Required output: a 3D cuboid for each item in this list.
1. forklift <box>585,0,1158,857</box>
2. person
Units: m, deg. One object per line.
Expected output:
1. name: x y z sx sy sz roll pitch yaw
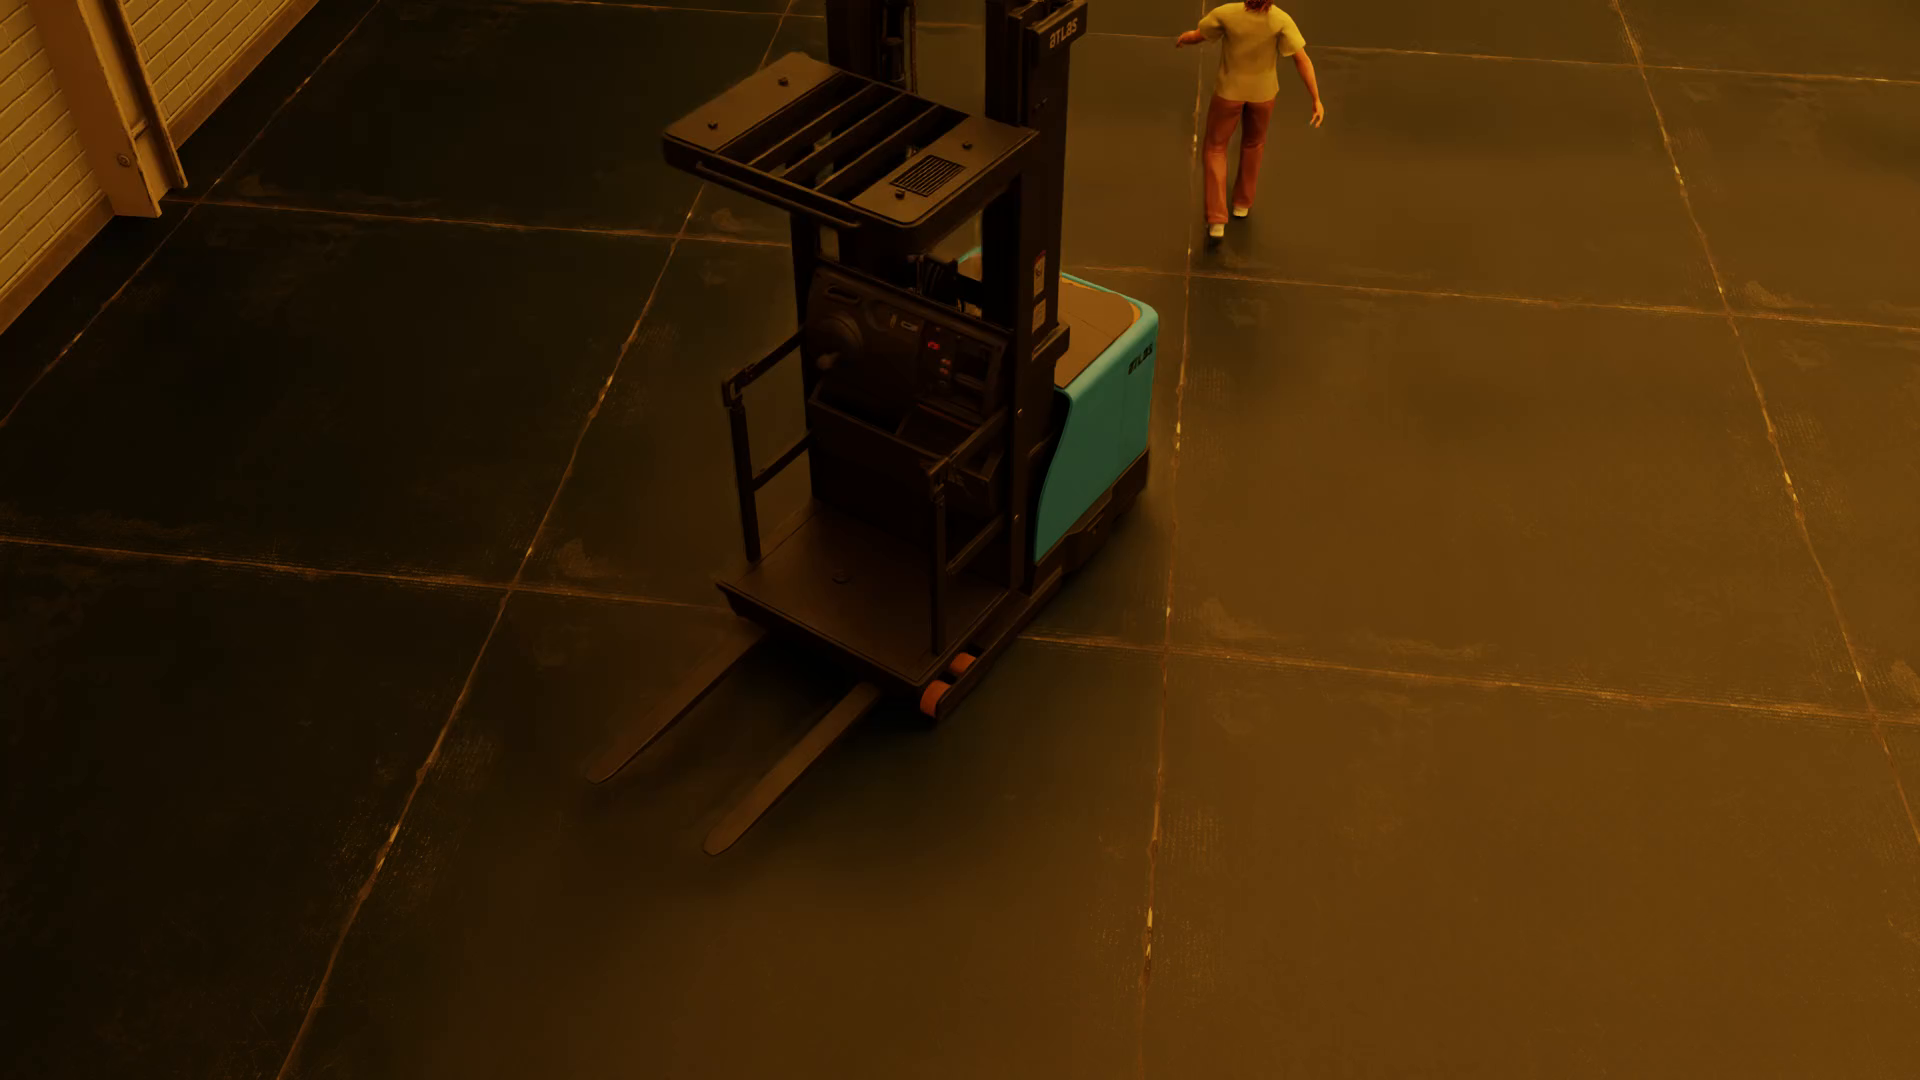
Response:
1. forklift: -0.345 -0.694 6.479 1.130 2.935 3.031 25 48 25
2. person: 1.627 -2.516 9.415 0.837 1.659 0.700 4 43 5
